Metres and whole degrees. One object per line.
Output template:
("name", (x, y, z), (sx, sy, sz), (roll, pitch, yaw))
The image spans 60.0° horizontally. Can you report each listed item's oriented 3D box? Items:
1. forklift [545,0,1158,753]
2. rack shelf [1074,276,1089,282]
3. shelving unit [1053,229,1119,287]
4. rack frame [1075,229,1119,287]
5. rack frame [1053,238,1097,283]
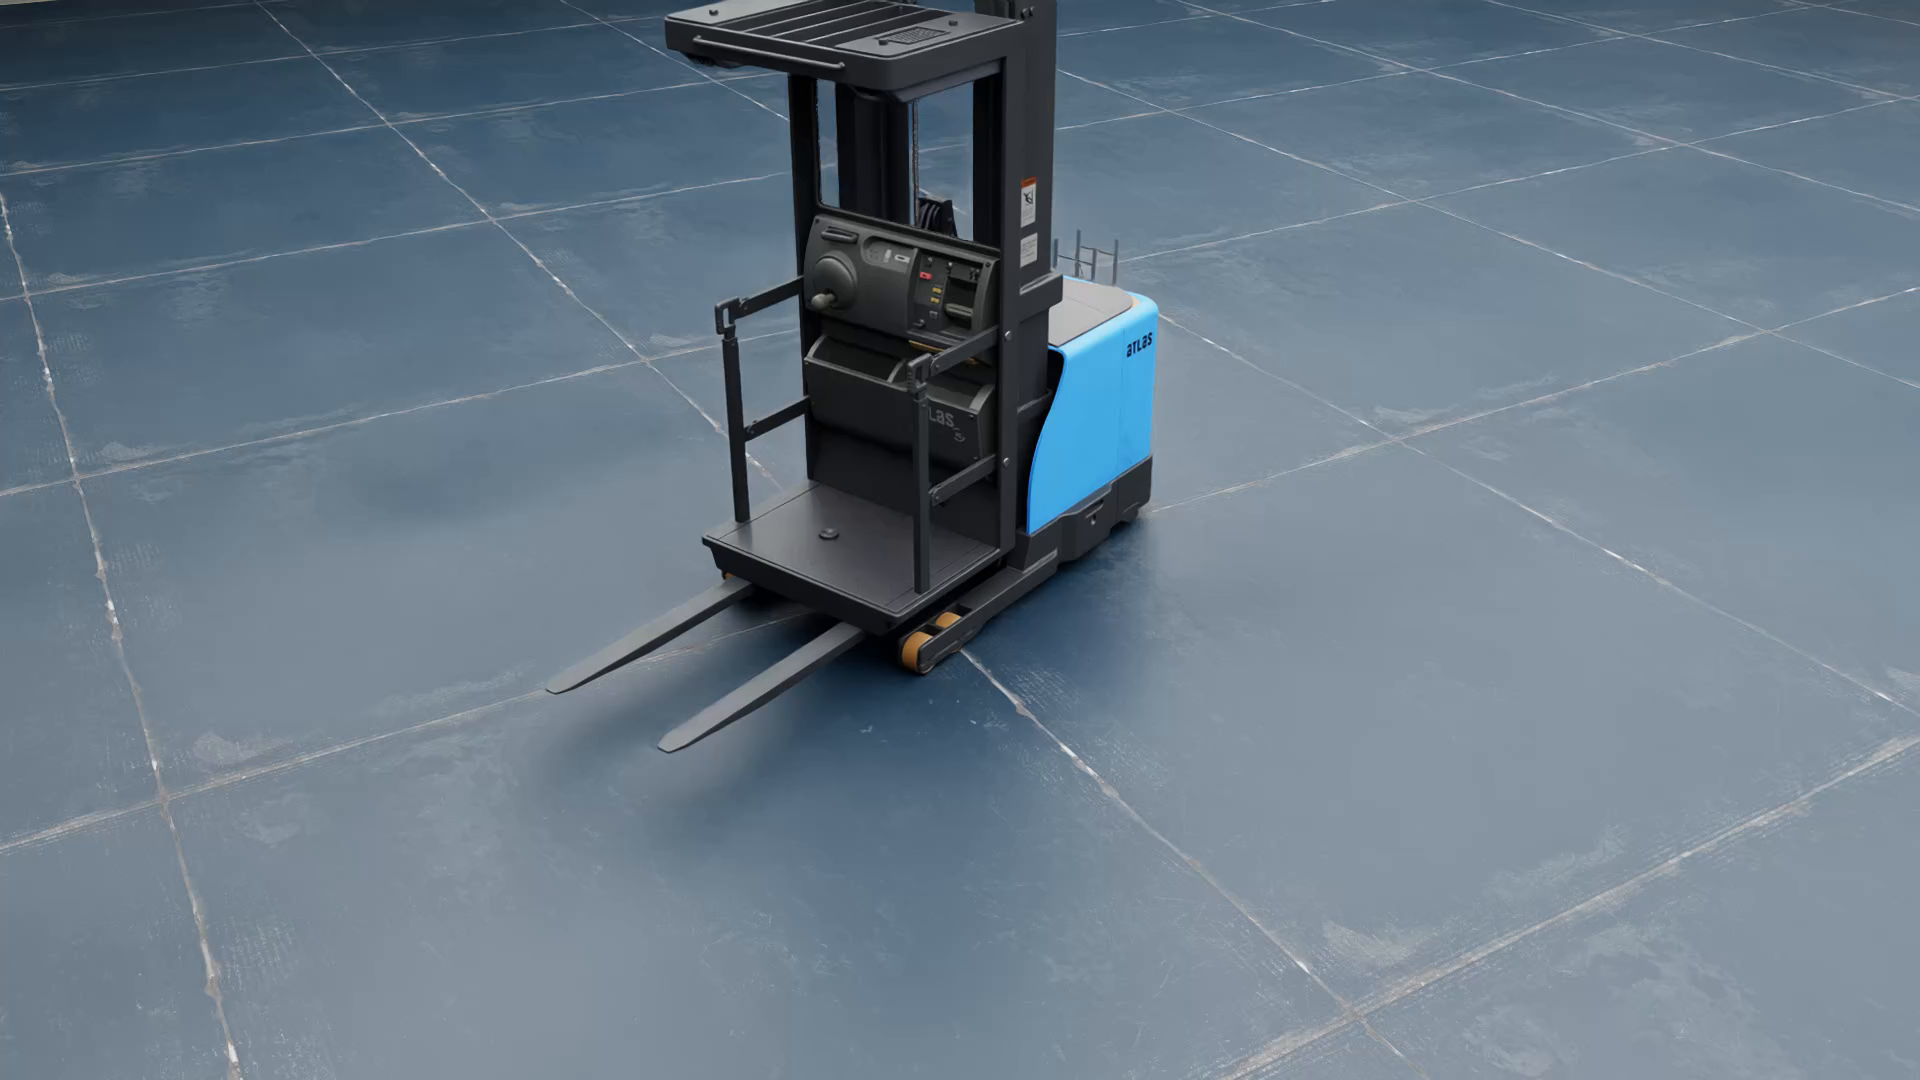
("forklift", (-0.383, -1.010, 6.547), (1.130, 2.935, 3.031), (20, 35, 32))
("rack shelf", (0.593, -1.167, 7.965), (0.258, 0.103, 0.180), (21, 34, 33))
("shelving unit", (0.588, -0.888, 8.112), (0.258, 1.200, 0.189), (21, 34, 33))
("rack frame", (0.645, -0.920, 8.175), (0.240, 1.200, 0.006), (21, 34, 33))
("rack frame", (0.530, -0.855, 8.048), (0.240, 1.200, 0.006), (21, 34, 33))
